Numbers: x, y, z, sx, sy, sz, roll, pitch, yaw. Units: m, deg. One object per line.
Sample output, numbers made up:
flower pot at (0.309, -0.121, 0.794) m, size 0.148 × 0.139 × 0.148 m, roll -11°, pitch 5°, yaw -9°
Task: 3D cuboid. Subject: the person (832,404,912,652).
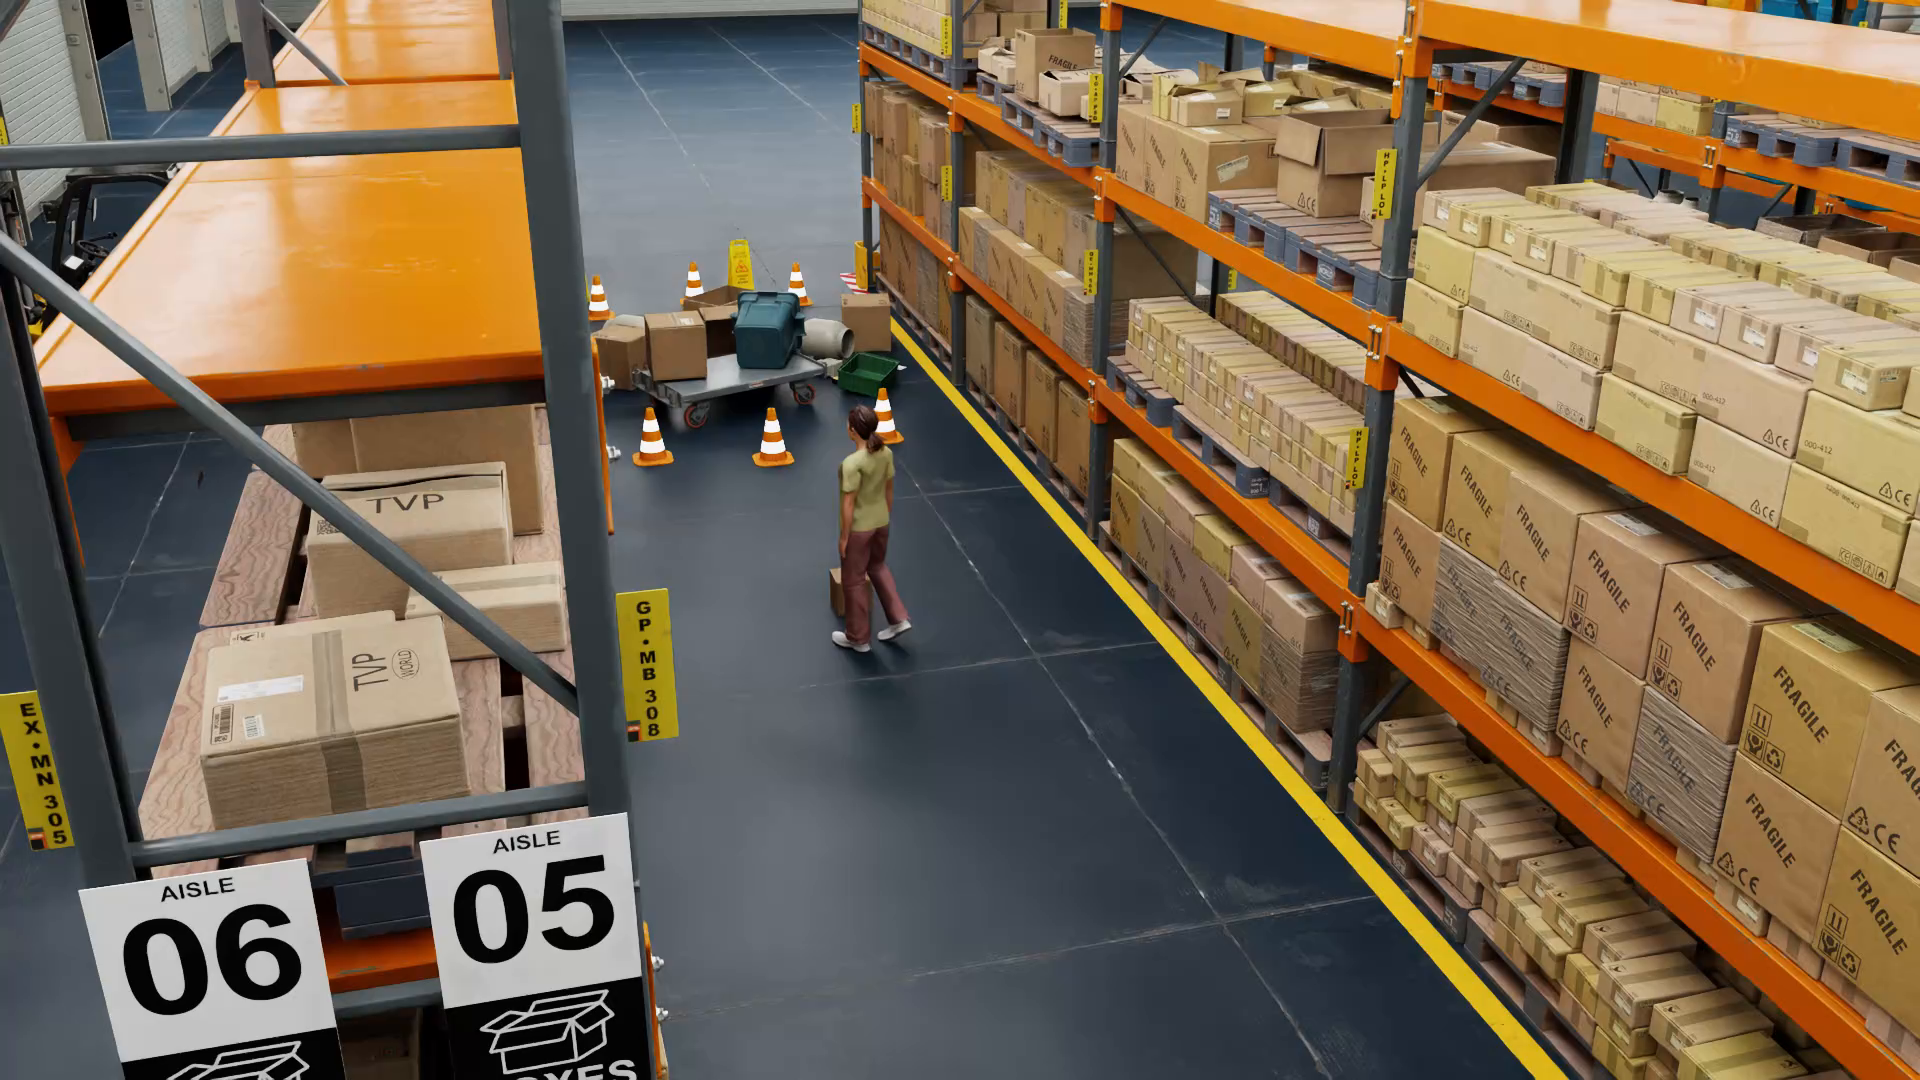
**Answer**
person at (-0.609, -0.068, 10.746) m, size 0.465 × 1.687 × 0.480 m, roll 20°, pitch 30°, yaw 39°
